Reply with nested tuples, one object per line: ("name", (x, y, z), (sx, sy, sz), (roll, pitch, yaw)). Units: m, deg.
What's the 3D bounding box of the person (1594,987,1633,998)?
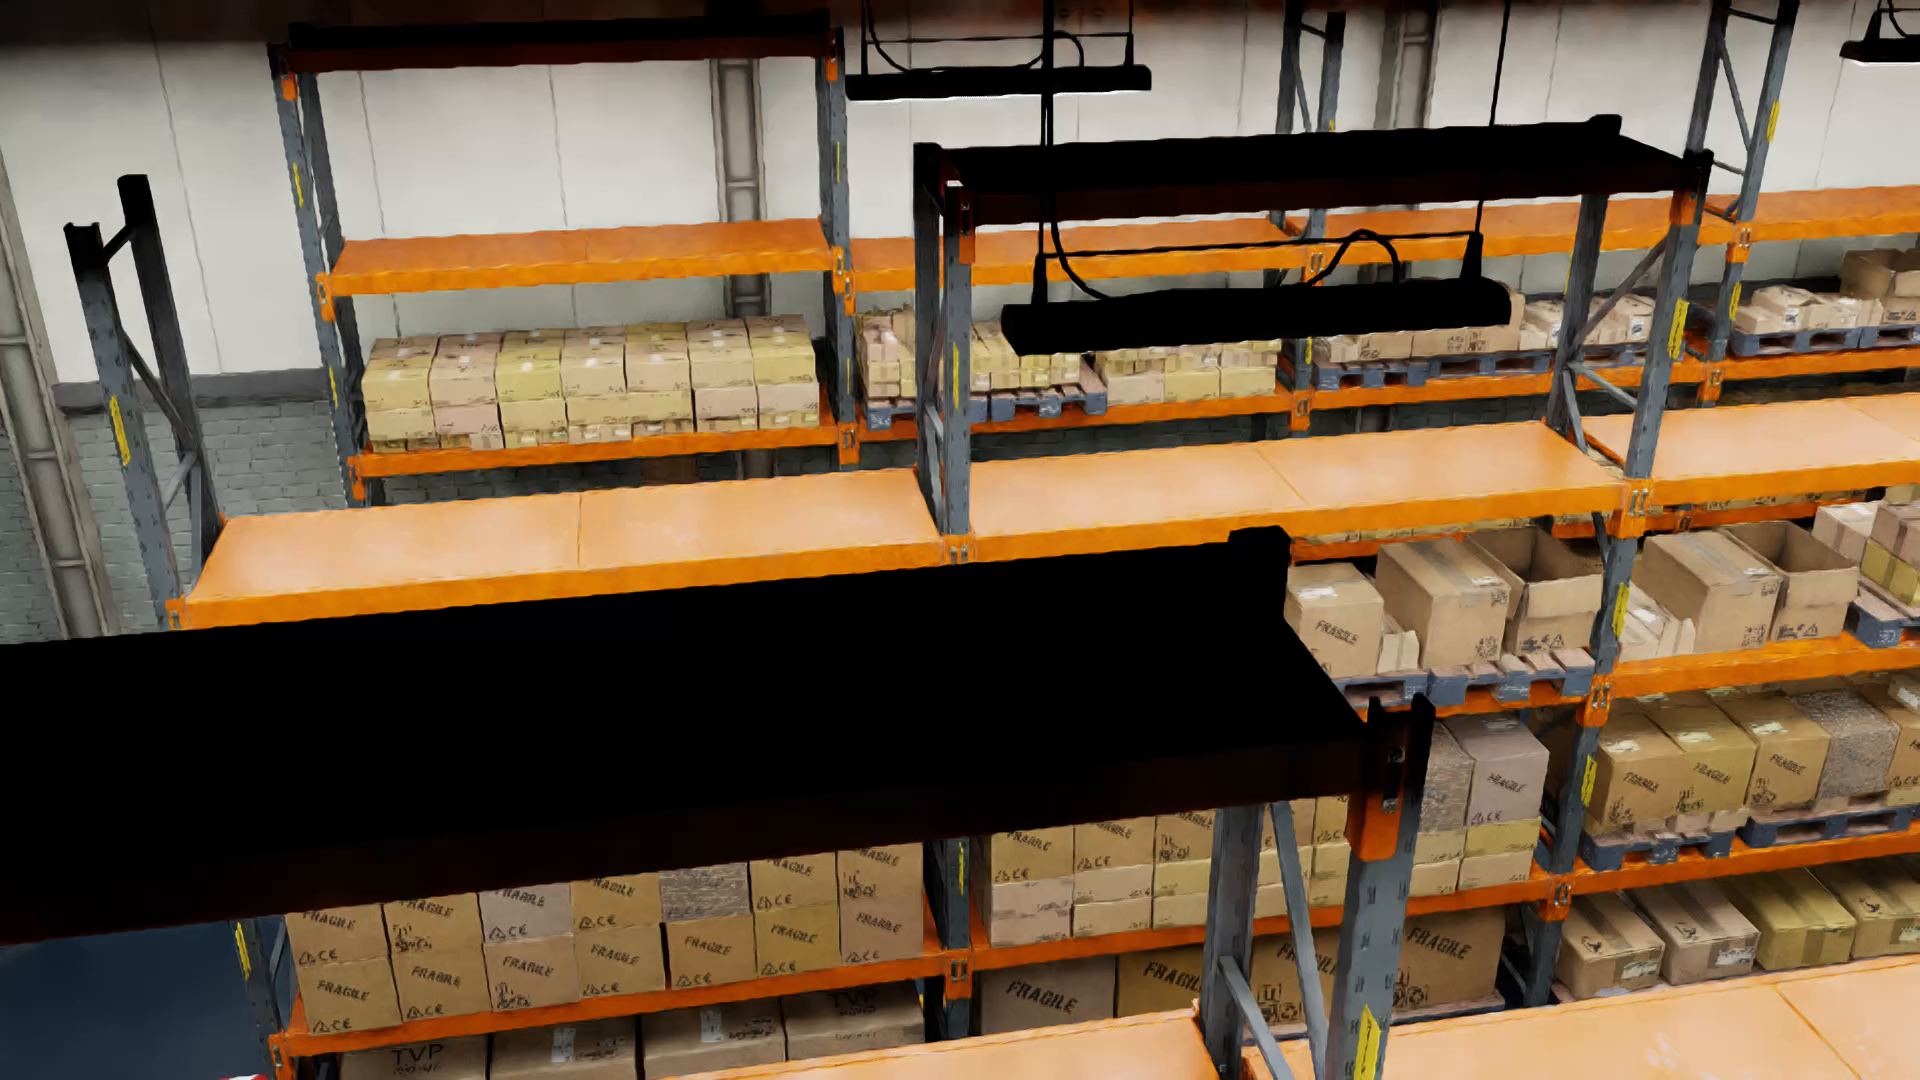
("person", (3.622, 3.285, 9.464), (0.668, 1.746, 0.596), (7, 27, 14))
